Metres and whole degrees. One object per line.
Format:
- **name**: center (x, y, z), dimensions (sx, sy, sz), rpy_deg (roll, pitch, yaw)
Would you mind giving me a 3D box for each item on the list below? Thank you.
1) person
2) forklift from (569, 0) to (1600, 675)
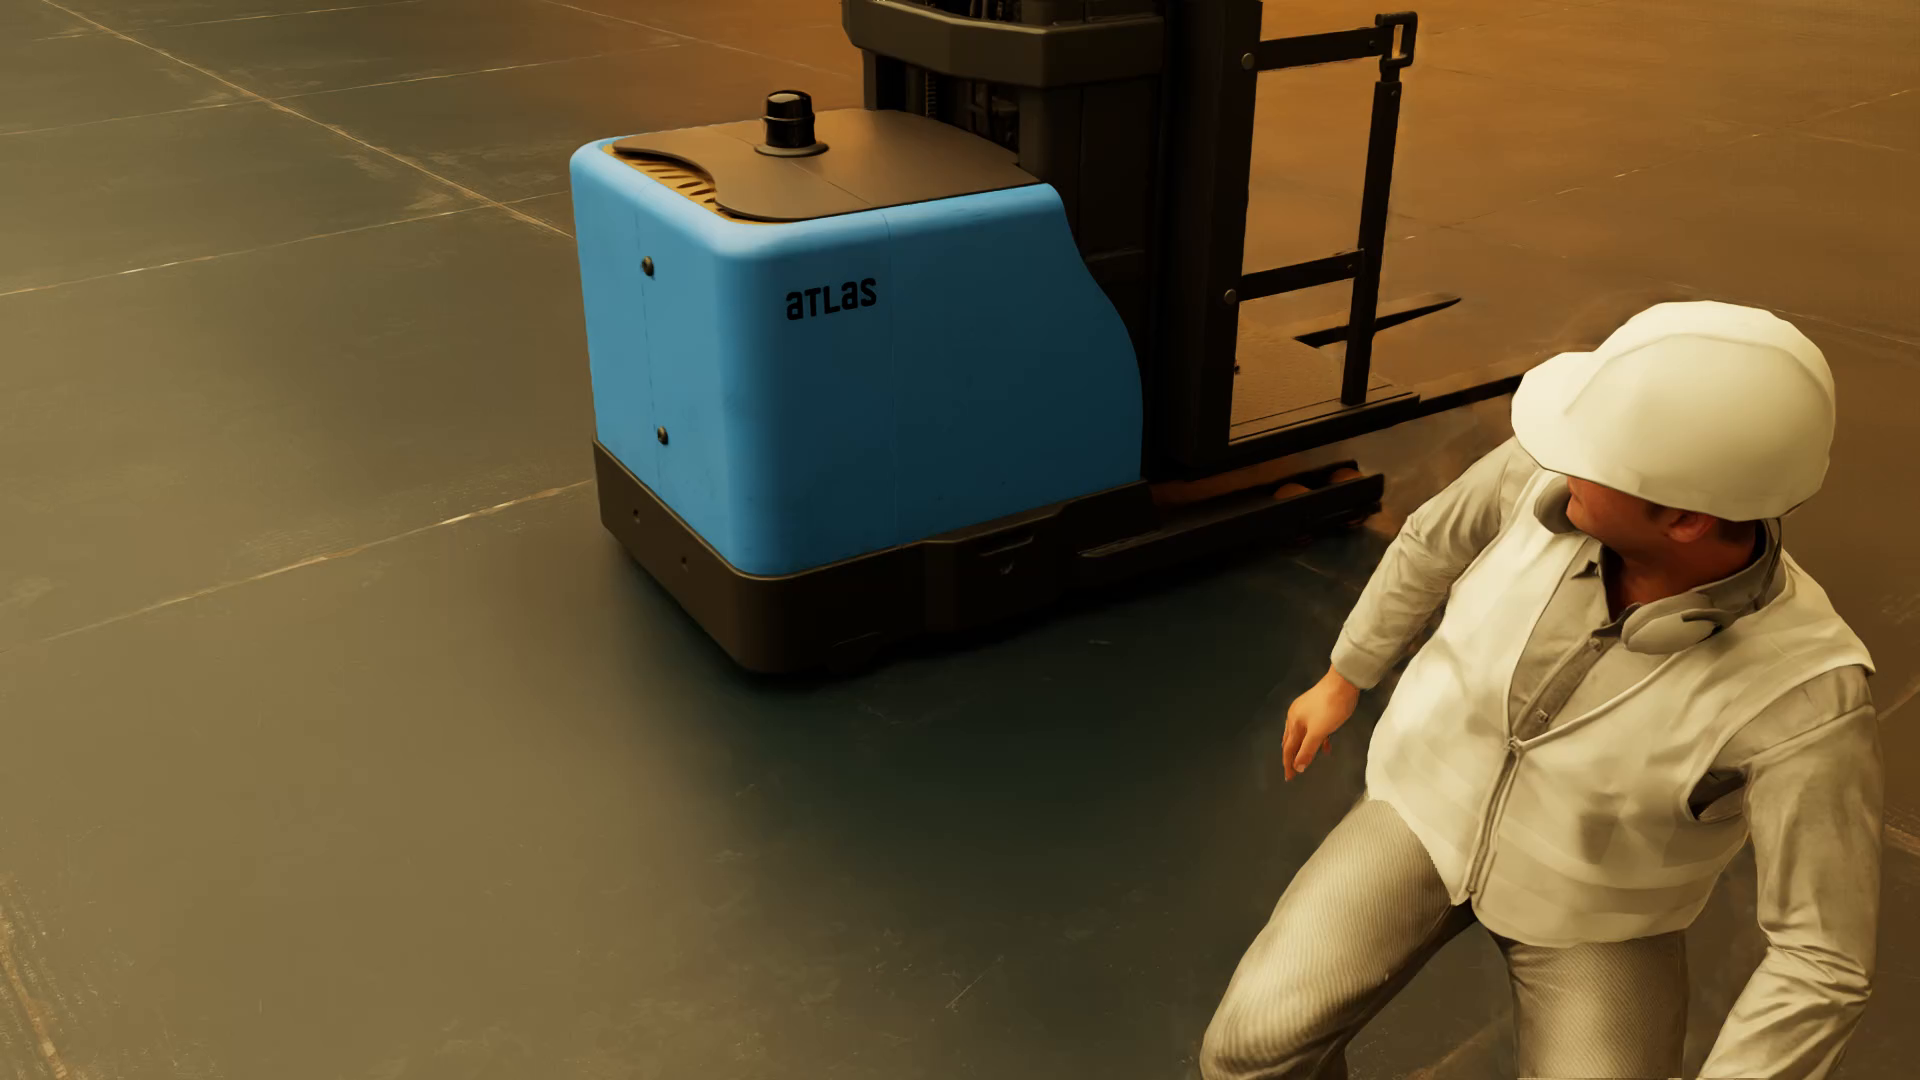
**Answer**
- **person**: center (0.657, 0.419, 1.993), dimensions (0.781, 1.541, 0.678), rpy_deg (19, 32, 34)
- **forklift**: center (0.562, -1.481, 4.188), dimensions (3.031, 2.935, 1.130), rpy_deg (-15, 30, -28)
